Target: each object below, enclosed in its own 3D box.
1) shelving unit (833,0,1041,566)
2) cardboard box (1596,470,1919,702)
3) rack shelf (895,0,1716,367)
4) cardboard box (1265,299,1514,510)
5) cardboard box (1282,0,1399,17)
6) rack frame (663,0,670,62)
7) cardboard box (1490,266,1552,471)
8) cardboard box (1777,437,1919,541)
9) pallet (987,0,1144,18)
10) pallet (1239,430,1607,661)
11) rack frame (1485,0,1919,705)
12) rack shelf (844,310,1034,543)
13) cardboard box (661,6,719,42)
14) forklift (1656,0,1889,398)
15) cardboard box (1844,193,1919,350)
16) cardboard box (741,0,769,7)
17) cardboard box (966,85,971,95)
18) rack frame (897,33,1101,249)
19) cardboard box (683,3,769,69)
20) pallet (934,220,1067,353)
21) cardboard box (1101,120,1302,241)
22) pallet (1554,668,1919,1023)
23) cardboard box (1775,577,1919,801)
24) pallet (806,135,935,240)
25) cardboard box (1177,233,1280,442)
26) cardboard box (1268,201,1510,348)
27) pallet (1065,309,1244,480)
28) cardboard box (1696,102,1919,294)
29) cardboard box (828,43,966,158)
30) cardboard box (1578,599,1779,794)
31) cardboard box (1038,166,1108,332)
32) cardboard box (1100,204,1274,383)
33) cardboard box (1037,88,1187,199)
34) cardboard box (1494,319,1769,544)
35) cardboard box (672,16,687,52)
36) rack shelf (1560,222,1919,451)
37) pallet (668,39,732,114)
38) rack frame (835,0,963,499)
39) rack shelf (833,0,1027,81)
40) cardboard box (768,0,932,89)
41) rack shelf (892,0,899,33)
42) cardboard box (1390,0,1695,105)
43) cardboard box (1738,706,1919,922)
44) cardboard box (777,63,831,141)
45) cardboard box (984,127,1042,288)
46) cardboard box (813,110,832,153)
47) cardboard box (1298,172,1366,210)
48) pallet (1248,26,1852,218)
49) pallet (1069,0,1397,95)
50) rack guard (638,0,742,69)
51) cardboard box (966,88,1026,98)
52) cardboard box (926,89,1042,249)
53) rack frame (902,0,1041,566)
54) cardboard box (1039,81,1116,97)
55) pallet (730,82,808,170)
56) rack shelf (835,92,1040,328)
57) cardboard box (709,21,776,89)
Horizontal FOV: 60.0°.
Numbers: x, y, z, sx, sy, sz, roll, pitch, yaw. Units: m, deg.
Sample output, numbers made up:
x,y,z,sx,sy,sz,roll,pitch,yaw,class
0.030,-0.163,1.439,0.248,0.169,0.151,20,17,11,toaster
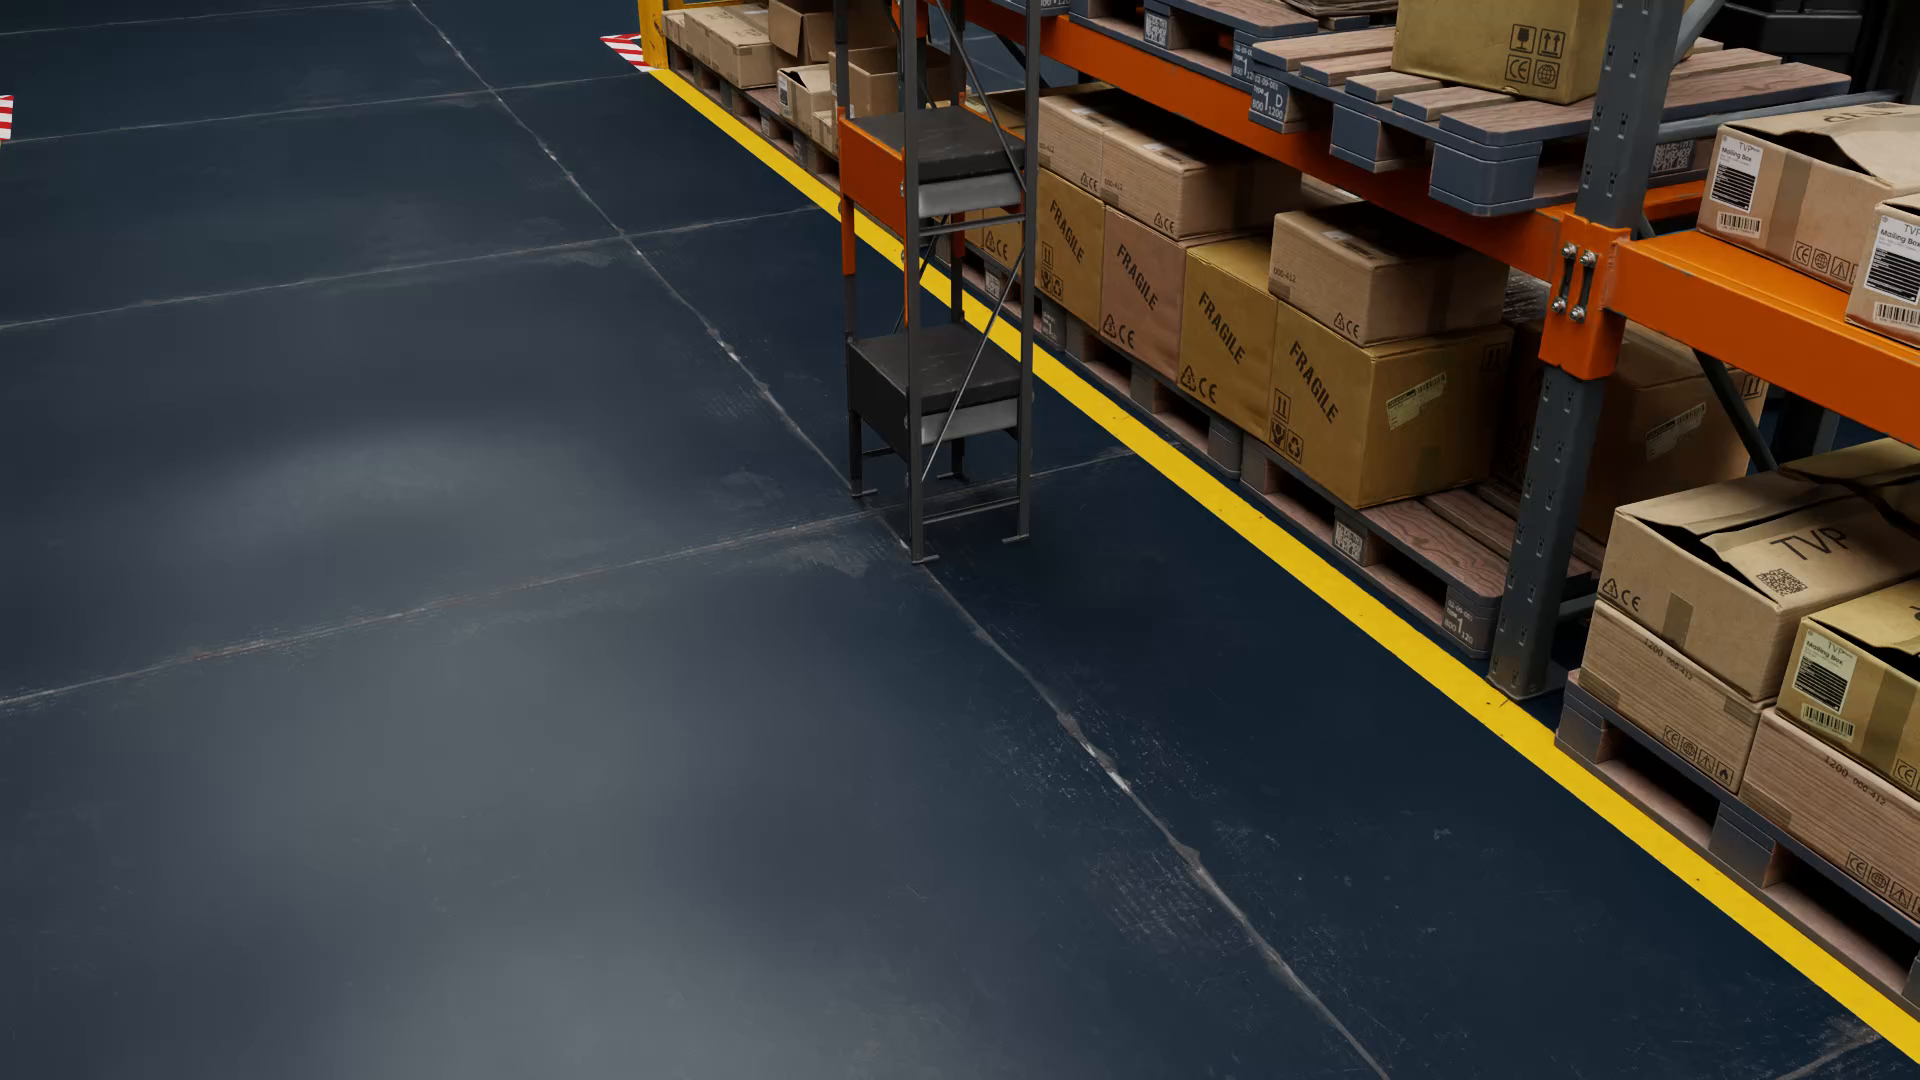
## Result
x,y,z,sx,sy,sz,roll,pitch,yaw,class
-0.071,-0.989,4.867,0.431,2.100,0.503,-13,32,-22,shelving unit
1.878,0.066,3.874,0.500,0.311,0.500,-12,31,-20,cardboard box
1.060,-1.568,5.715,1.077,0.370,4.000,-13,32,-22,rack shelf
1.305,-0.464,5.117,0.500,0.500,0.500,-12,31,-20,cardboard box
1.326,-1.924,5.083,0.700,0.500,0.500,-7,30,-13,cardboard box
-1.516,-4.532,10.266,1.000,3.000,0.127,-13,32,-22,rack frame
1.751,-0.591,5.344,0.500,0.500,0.500,-14,32,-24,cardboard box
2.366,-0.047,4.076,0.500,0.311,0.500,-12,32,-21,cardboard box
0.446,-2.306,6.492,1.003,0.211,1.213,-13,32,-22,pallet
1.632,-0.120,5.248,1.003,0.211,1.213,-13,32,-22,pallet
1.918,-0.999,3.964,1.000,3.000,0.127,-13,32,-22,rack frame
-0.071,-0.367,5.216,0.431,0.518,0.480,-13,32,-22,rack shelf
-1.647,-3.224,10.397,0.380,0.149,0.250,-13,32,-22,cardboard box
3.380,-1.993,5.808,3.031,2.935,1.130,1,29,1,forklift
2.127,-0.524,3.209,0.500,0.311,0.500,-13,32,-23,cardboard box
-1.060,-3.446,10.434,0.500,0.500,0.500,-13,32,-22,cardboard box
-0.164,-2.332,8.790,0.380,0.166,0.250,-13,32,-22,cardboard box
0.201,-2.766,7.115,1.000,3.000,0.127,-13,32,-22,rack frame
-1.324,-3.004,9.903,0.500,0.250,0.500,-13,32,-22,cardboard box
0.585,-1.198,7.171,1.003,0.211,1.213,-13,32,-22,pallet
0.834,-1.266,5.780,0.500,0.250,0.500,-14,32,-23,cardboard box
2.237,0.589,3.983,1.003,0.211,1.213,-13,32,-22,pallet
2.111,0.296,3.463,0.500,0.311,0.500,-14,32,-23,cardboard box
-0.093,-1.853,8.338,1.003,0.211,1.213,-13,32,-22,pallet
1.083,-0.693,5.524,0.500,0.500,0.500,-14,32,-24,cardboard box
1.277,-0.815,4.976,0.500,0.250,0.500,-12,31,-20,cardboard box
1.112,-0.658,6.208,1.003,0.211,1.213,-13,32,-22,pallet
2.035,-0.790,3.683,0.500,0.311,0.500,-11,31,-19,cardboard box
-0.300,-2.059,7.961,0.500,0.500,0.500,-13,32,-22,cardboard box
1.878,0.311,4.011,0.500,0.250,0.500,-13,32,-22,cardboard box
0.636,-1.147,6.334,0.500,0.500,0.500,-13,32,-21,cardboard box
0.852,-0.923,5.936,0.500,0.500,0.500,-14,32,-24,cardboard box
0.618,-1.488,6.175,0.500,0.250,0.500,-13,32,-22,cardboard box
1.981,-0.361,4.933,0.500,0.500,0.500,-12,31,-20,cardboard box
-1.539,-3.121,10.196,0.380,0.166,0.250,-13,32,-22,cardboard box
2.777,0.199,2.564,1.077,0.370,4.000,-13,32,-22,rack shelf
-1.140,-2.931,10.261,1.003,0.211,1.213,-13,32,-22,pallet
-0.176,-1.097,5.059,0.400,2.100,0.015,-13,32,-22,rack frame
-0.071,-1.588,4.531,0.431,0.518,0.480,-13,32,-22,rack shelf
-0.610,-2.697,9.096,0.797,0.503,0.637,-13,32,-22,cardboard box
-0.657,-3.335,8.867,1.077,0.370,4.000,-13,32,-22,rack shelf
1.546,-1.480,4.291,0.700,0.500,0.500,-26,38,-38,cardboard box
2.095,0.532,3.616,0.500,0.250,0.500,-14,32,-23,cardboard box
-0.622,-2.308,8.599,0.500,0.311,0.500,-13,32,-22,cardboard box
0.428,-1.369,6.730,0.500,0.500,0.500,-13,32,-21,cardboard box
-0.515,-2.059,8.320,0.380,0.149,0.250,-13,32,-22,cardboard box
1.312,-1.043,6.150,0.500,0.500,0.500,-14,32,-24,cardboard box
1.564,-1.200,4.519,1.213,0.211,1.003,-13,32,-22,pallet
1.079,-1.773,5.541,1.003,0.211,1.213,-13,32,-22,pallet
-1.483,-3.409,10.818,1.175,0.500,0.348,-13,32,-22,rack guard
0.216,-2.016,8.077,0.500,0.311,0.500,-13,32,-22,cardboard box
0.189,-1.602,7.147,0.500,0.500,0.500,-15,32,-24,cardboard box
0.034,-0.881,4.675,0.400,2.100,0.015,-13,32,-22,rack frame
0.672,-1.709,7.337,0.500,0.500,0.500,-13,32,-22,cardboard box
-0.620,-2.392,9.301,1.003,0.211,1.213,-13,32,-22,pallet
-0.071,-0.977,4.874,0.431,0.518,0.480,-13,32,-22,rack shelf
-1.110,-2.784,9.509,0.500,0.250,0.500,-13,32,-22,cardboard box
